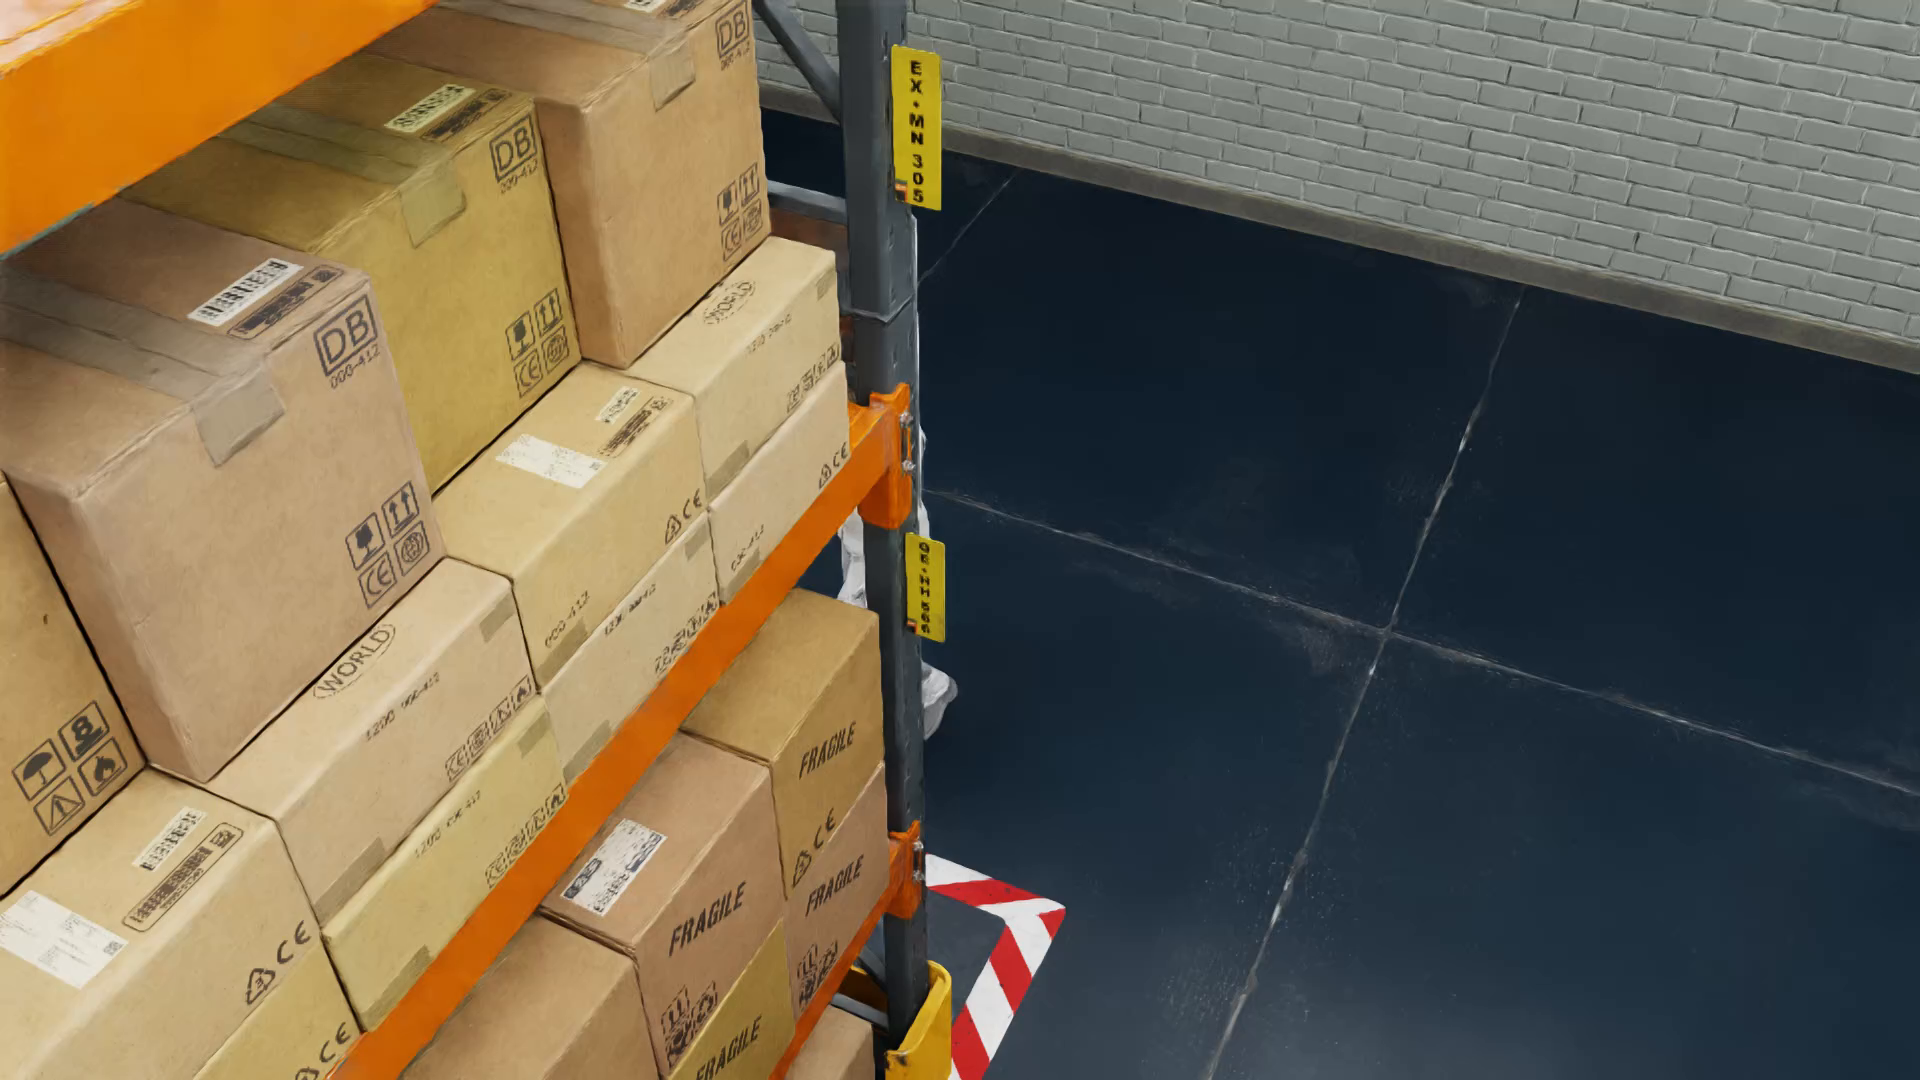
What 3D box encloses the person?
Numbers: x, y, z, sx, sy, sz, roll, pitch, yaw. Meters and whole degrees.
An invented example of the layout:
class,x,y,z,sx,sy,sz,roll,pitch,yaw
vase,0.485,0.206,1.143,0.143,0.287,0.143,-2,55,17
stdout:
class,x,y,z,sx,sy,sz,roll,pitch,yaw
person,-0.347,0.033,6.115,0.462,1.770,0.642,-16,44,-17
